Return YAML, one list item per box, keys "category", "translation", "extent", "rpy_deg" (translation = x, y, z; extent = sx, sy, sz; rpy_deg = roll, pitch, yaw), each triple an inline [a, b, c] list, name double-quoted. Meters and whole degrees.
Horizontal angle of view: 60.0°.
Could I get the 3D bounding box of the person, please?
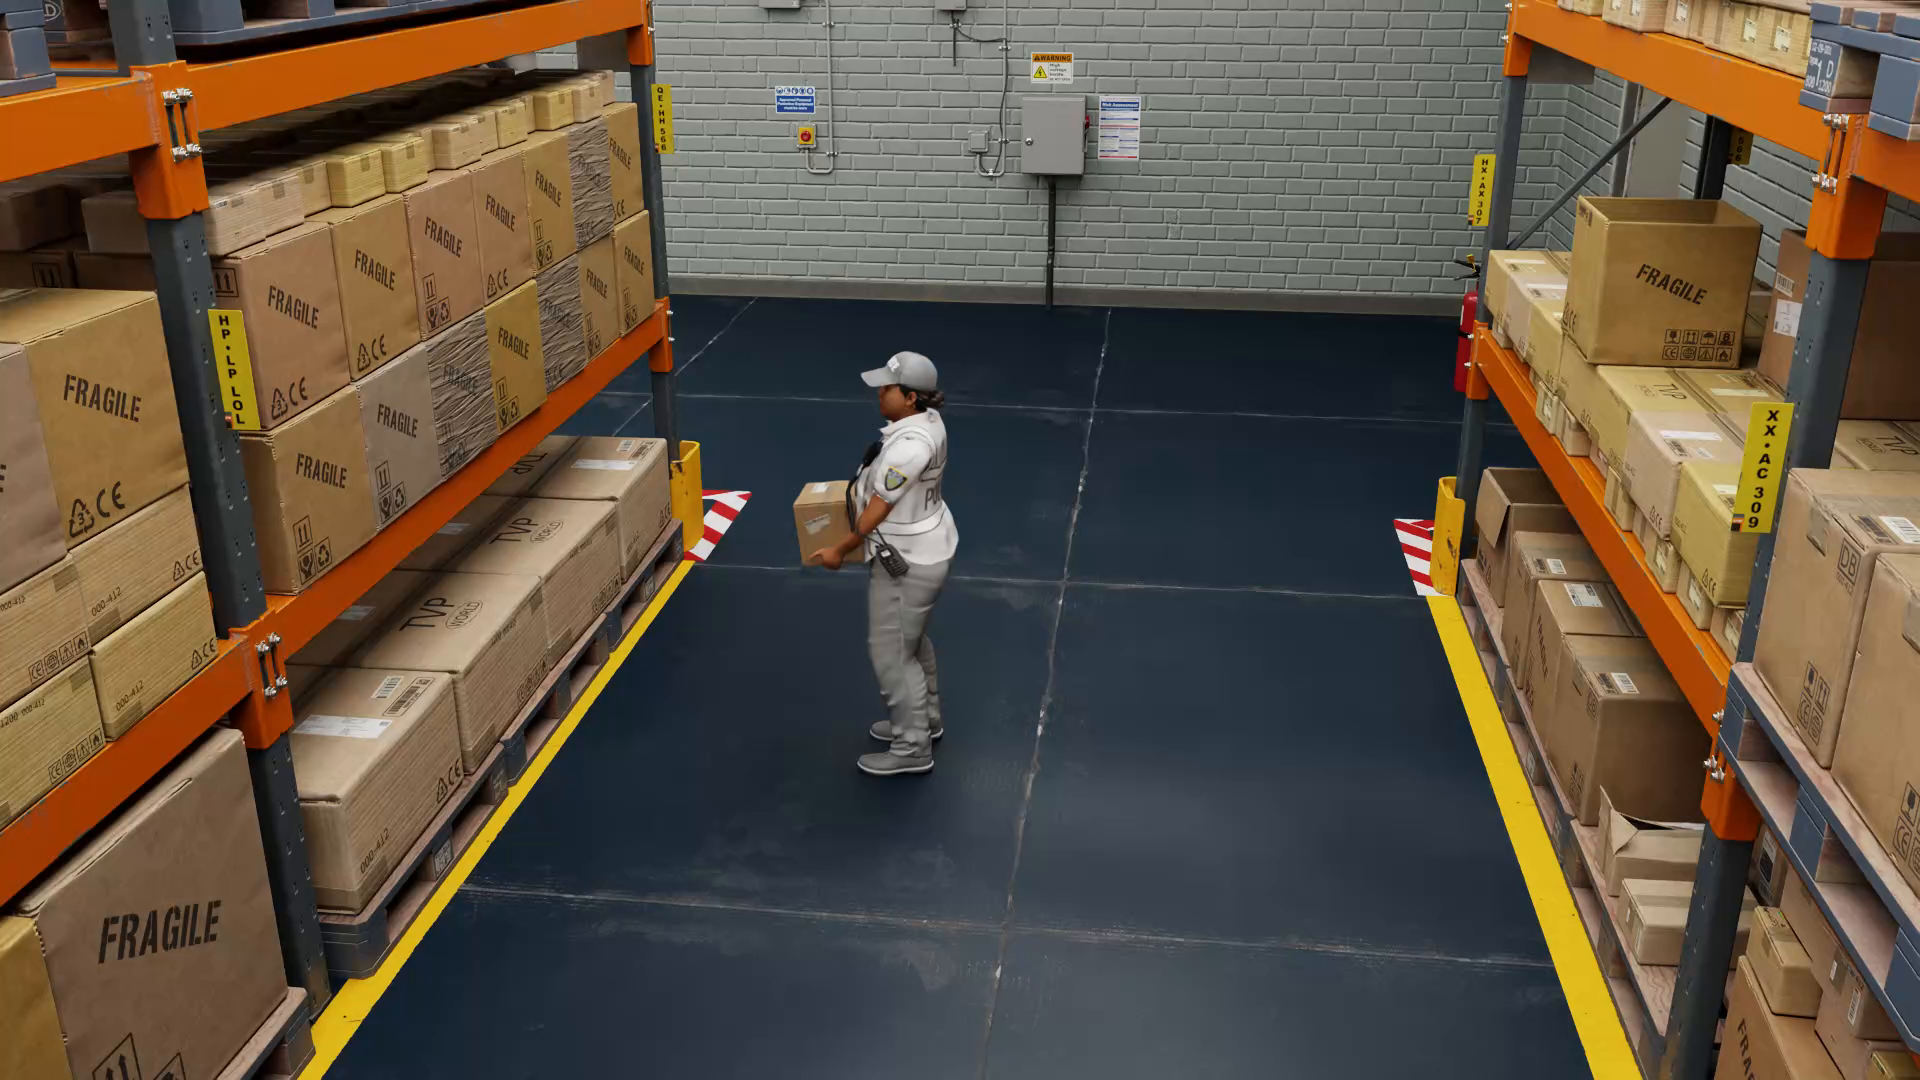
- category: "person"
  translation: [-0.283, 0.083, 6.380]
  extent: [0.545, 1.662, 0.452]
  rpy_deg: [2, 21, 6]
